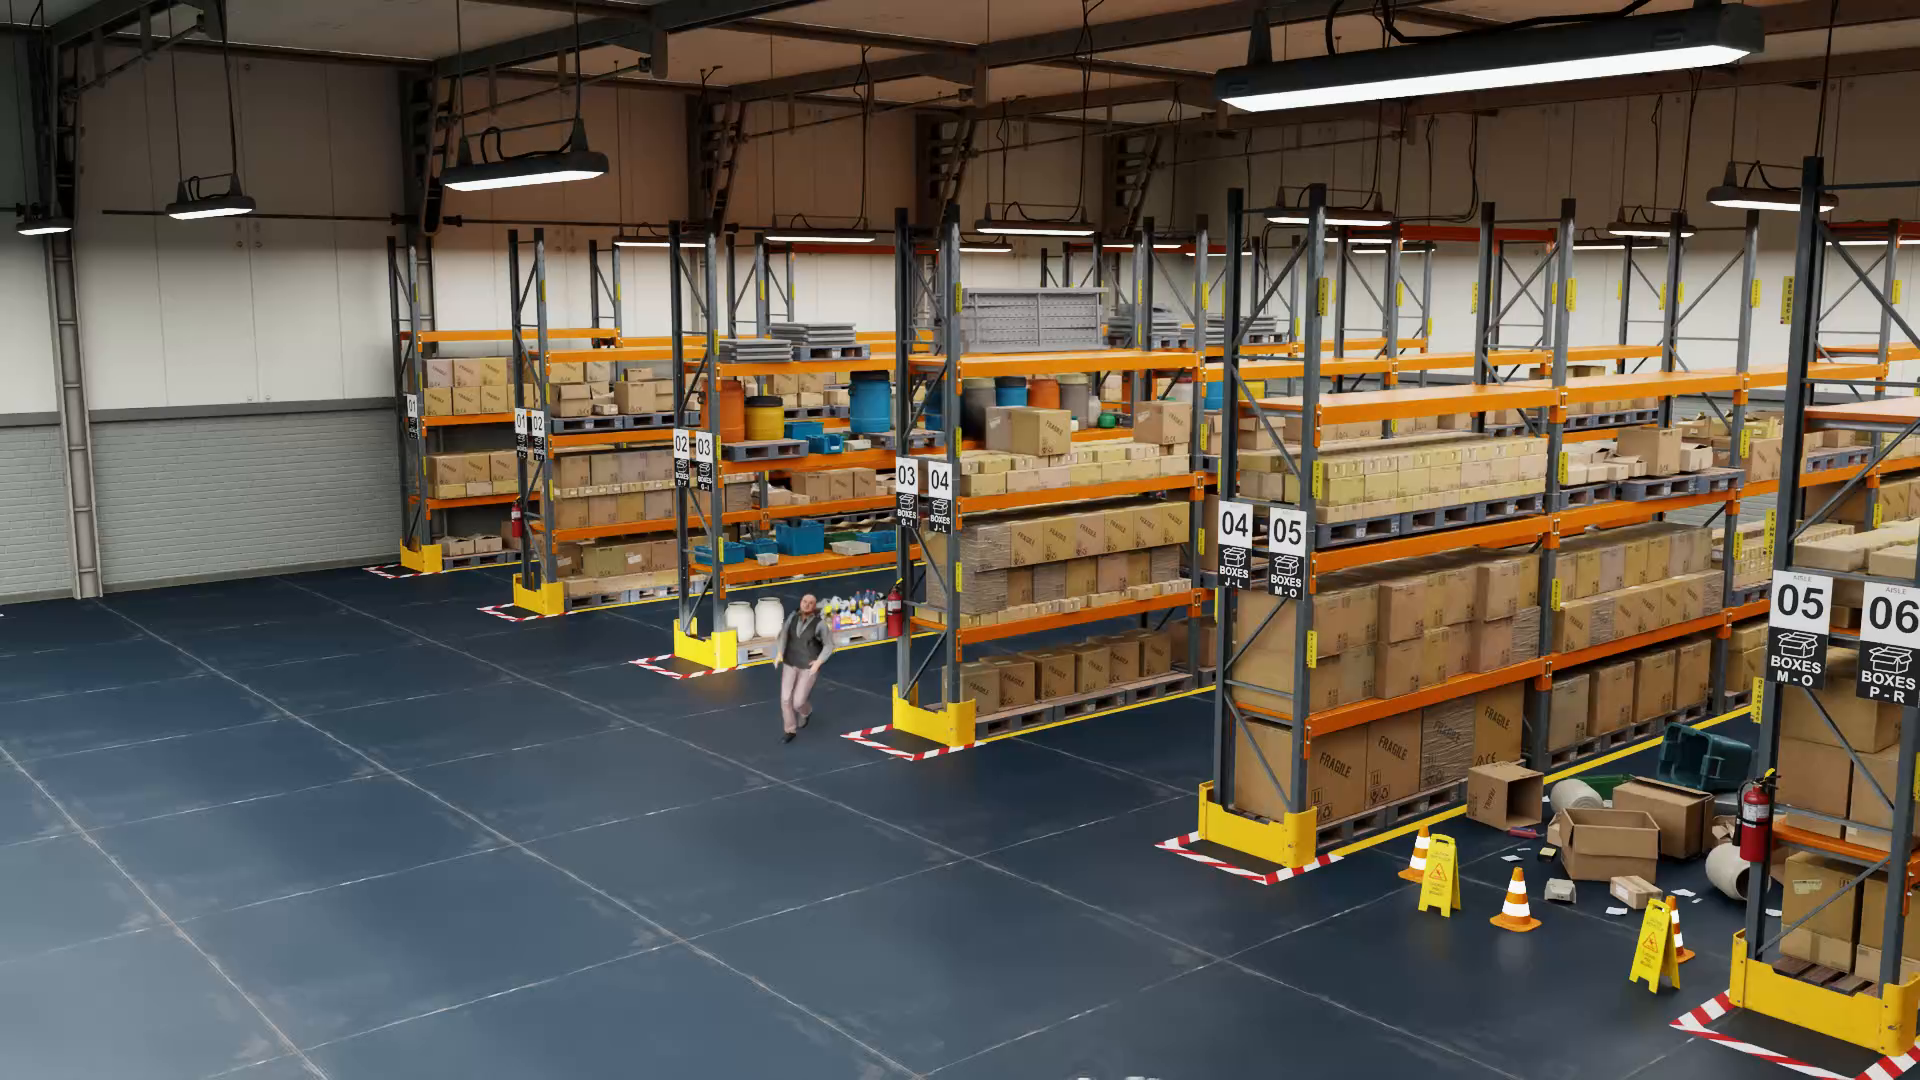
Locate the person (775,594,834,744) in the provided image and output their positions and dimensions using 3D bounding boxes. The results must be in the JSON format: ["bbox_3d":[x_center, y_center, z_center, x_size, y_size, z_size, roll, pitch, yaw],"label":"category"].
[{"bbox_3d":[-1.793,1.455,18.943,0.705,1.683,0.582,3,9,20],"label":"person"}]

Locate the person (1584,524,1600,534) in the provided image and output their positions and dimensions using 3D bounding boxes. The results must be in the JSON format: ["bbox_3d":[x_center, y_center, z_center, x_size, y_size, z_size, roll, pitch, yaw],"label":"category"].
[{"bbox_3d":[9.373,0.551,24.840,0.617,1.656,0.554,8,12,42],"label":"person"}]

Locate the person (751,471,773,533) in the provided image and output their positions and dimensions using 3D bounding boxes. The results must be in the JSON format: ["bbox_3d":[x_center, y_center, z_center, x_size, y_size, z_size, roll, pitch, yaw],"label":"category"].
[{"bbox_3d":[-3.763,-0.488,31.414,0.794,1.754,0.564,-9,12,-44],"label":"person"}]
